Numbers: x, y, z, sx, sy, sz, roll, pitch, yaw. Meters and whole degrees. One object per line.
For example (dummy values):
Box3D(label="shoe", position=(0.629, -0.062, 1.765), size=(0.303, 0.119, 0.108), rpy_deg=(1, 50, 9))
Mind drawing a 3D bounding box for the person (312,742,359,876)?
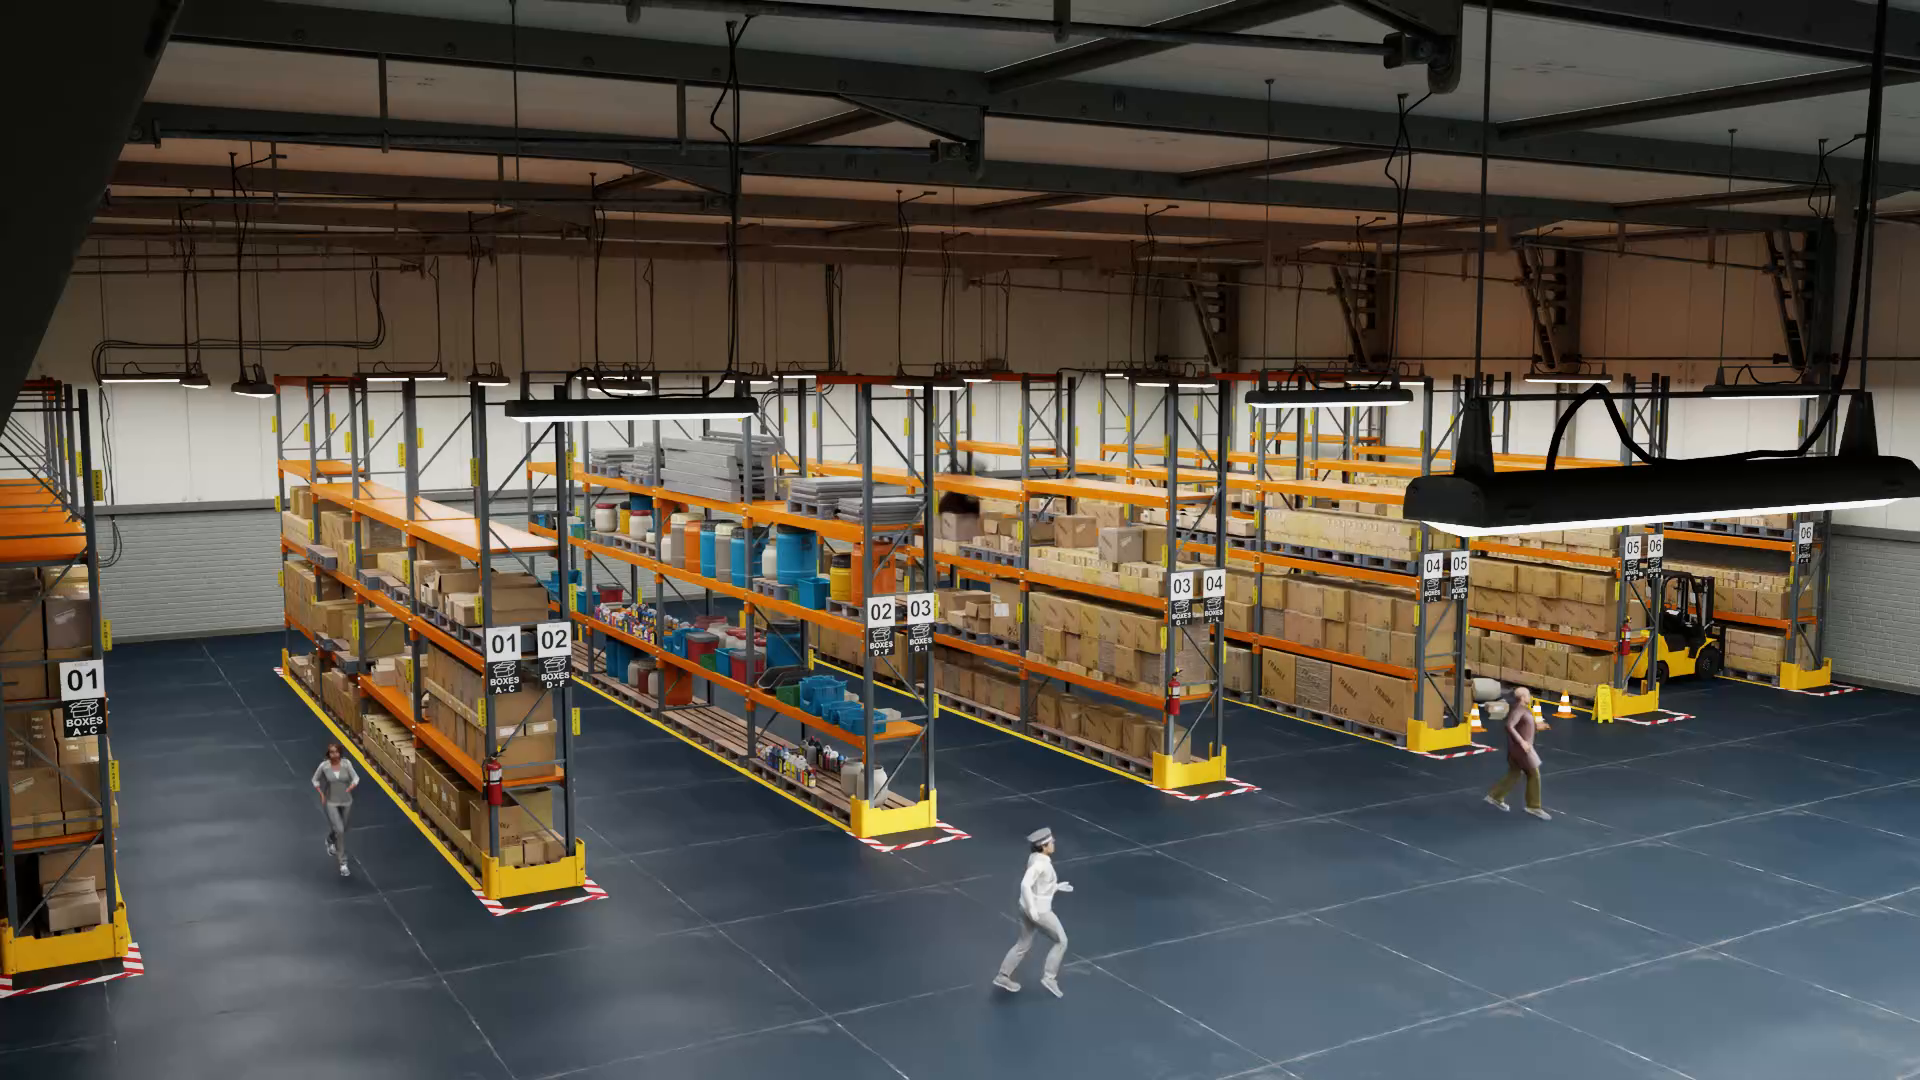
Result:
Box3D(label="person", position=(-7.721, 3.287, 20.628), size=(0.526, 1.606, 0.815), rpy_deg=(-4, 8, -35))

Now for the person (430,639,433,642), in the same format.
Box3D(label="person", position=(-10.155, 1.927, 32.493), size=(0.648, 1.712, 0.933), rpy_deg=(-5, 8, -39))

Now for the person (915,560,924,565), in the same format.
Box3D(label="person", position=(-0.938, 1.288, 38.665), size=(0.637, 1.685, 0.584), rpy_deg=(-2, 7, -18))

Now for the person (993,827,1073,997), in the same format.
Box3D(label="person", position=(0.746, 3.709, 16.523), size=(0.829, 1.725, 0.529), rpy_deg=(-2, 6, -16))

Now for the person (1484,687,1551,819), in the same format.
Box3D(label="person", position=(7.730, 2.931, 22.971), size=(0.876, 1.823, 0.694), rpy_deg=(1, 6, 8))
